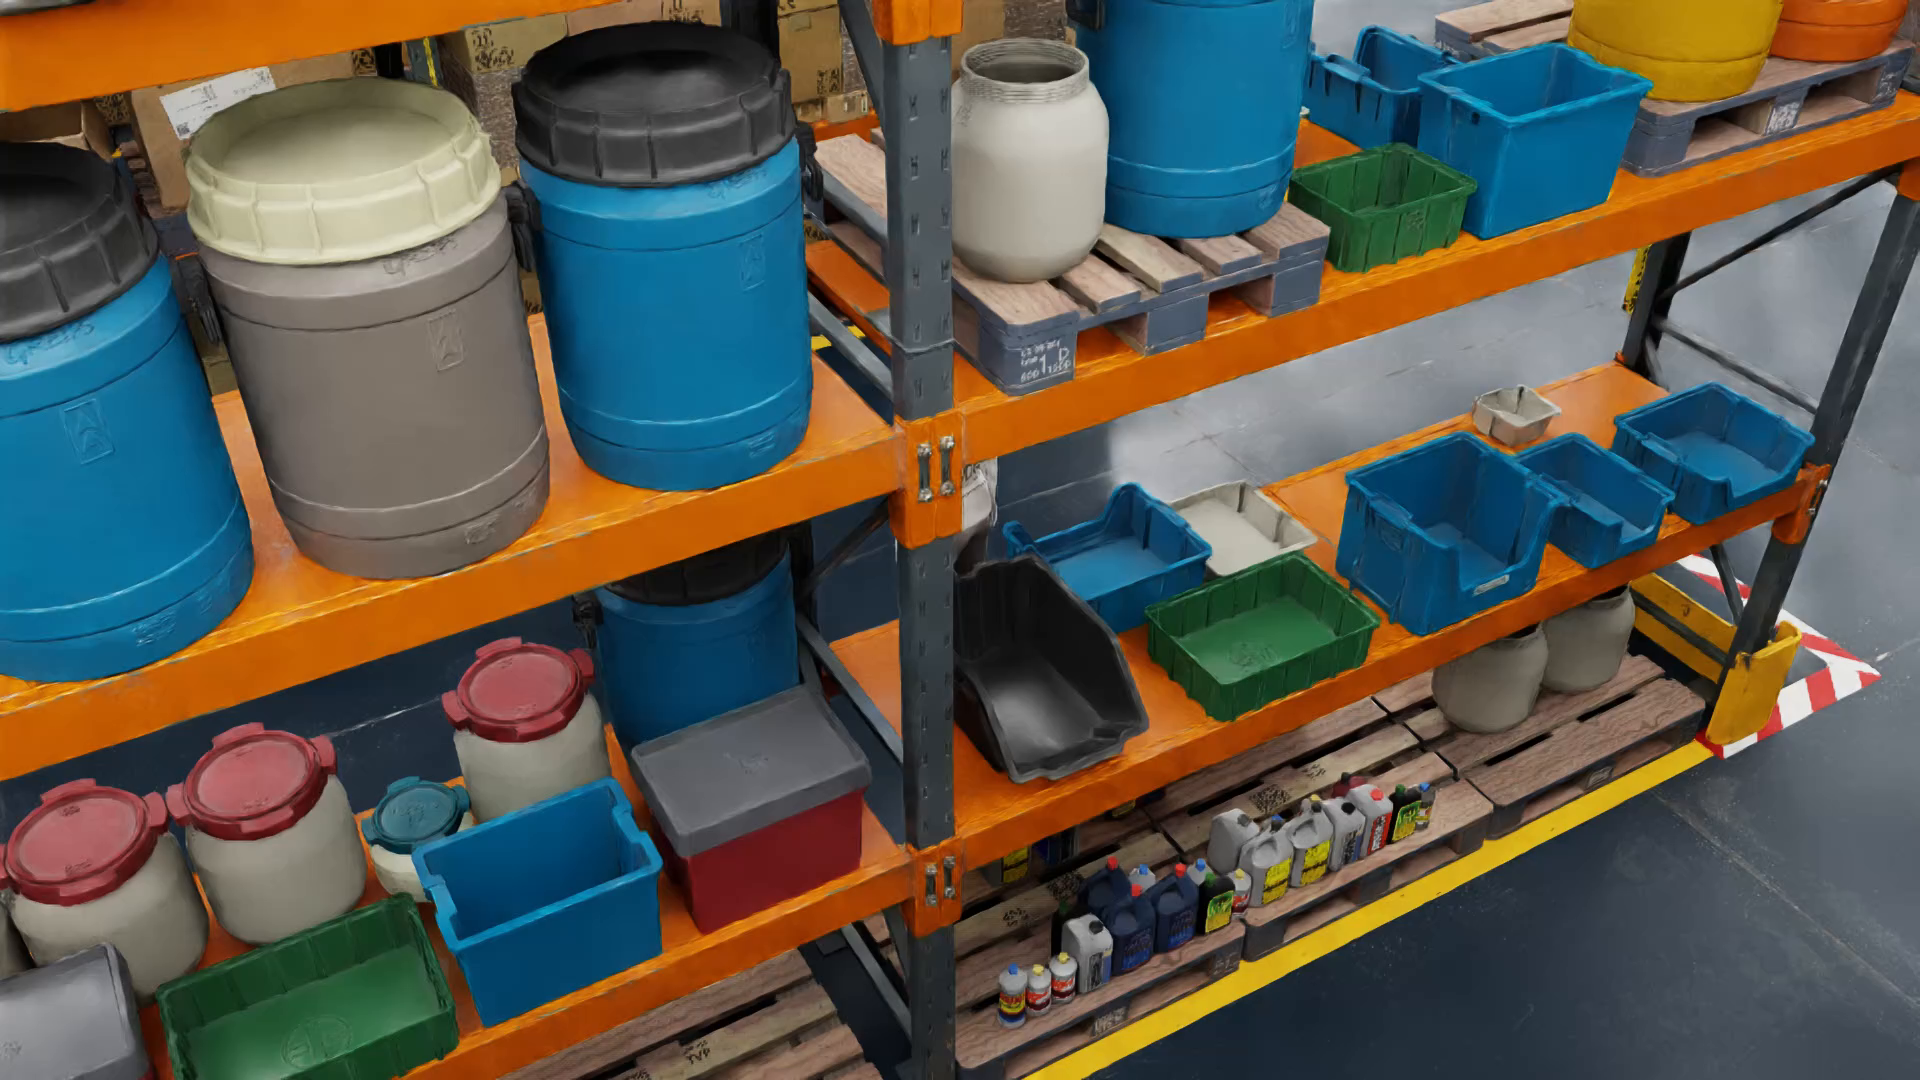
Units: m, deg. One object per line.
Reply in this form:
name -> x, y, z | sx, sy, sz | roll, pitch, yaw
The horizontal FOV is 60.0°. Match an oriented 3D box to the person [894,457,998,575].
person -> -0.090, -0.108, 7.021 | 0.474, 1.685, 0.545 | 24, 43, 28
